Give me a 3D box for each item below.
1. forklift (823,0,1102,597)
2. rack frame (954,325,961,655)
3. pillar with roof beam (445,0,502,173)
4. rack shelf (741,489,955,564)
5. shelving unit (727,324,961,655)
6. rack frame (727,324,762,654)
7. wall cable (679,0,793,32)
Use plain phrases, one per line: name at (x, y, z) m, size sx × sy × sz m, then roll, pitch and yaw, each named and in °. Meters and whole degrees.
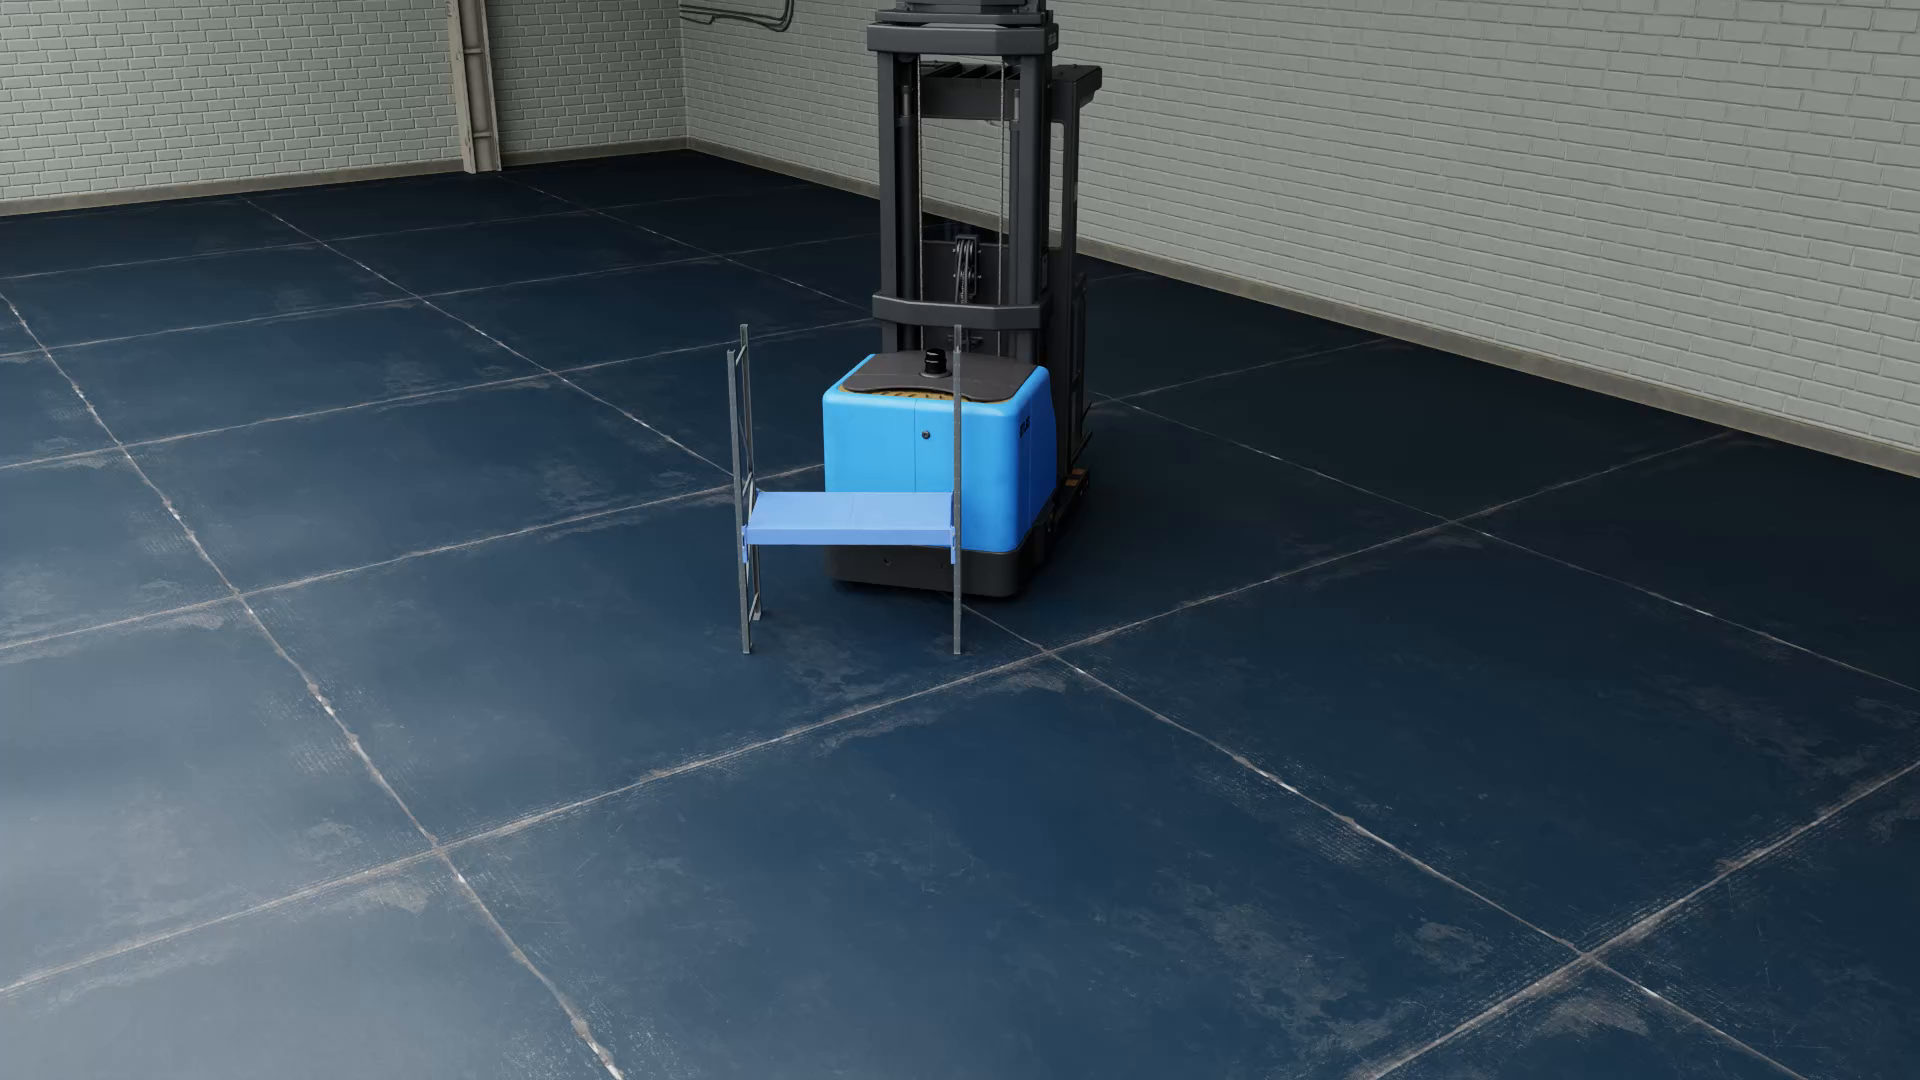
forklift at (0.162, -1.587, 9.419) m, size 1.130 × 2.935 × 3.031 m, roll 6°, pitch 22°, yaw 14°
rack frame at (-0.011, -0.236, 7.963) m, size 0.032 × 1.500 × 0.500 m, roll 0°, pitch 22°, yaw 0°
pillar with roof beam at (-3.574, -7.599, 16.298) m, size 0.400 × 9.000 × 9.100 m, roll -15°, pitch 26°, yaw -33°
rack shelf at (-0.519, -0.070, 8.034) m, size 1.000 × 0.185 × 0.538 m, roll 0°, pitch 22°, yaw 0°
shelving unit at (-0.519, -0.237, 7.967) m, size 1.048 × 1.500 × 0.538 m, roll 0°, pitch 22°, yaw 0°
rack frame at (-1.028, -0.239, 7.971) m, size 0.032 × 1.500 × 0.500 m, roll 0°, pitch 22°, yaw 0°
wall cable at (-2.924, -7.692, 20.721) m, size 0.112 × 2.526 × 3.097 m, roll -15°, pitch 26°, yaw -33°
